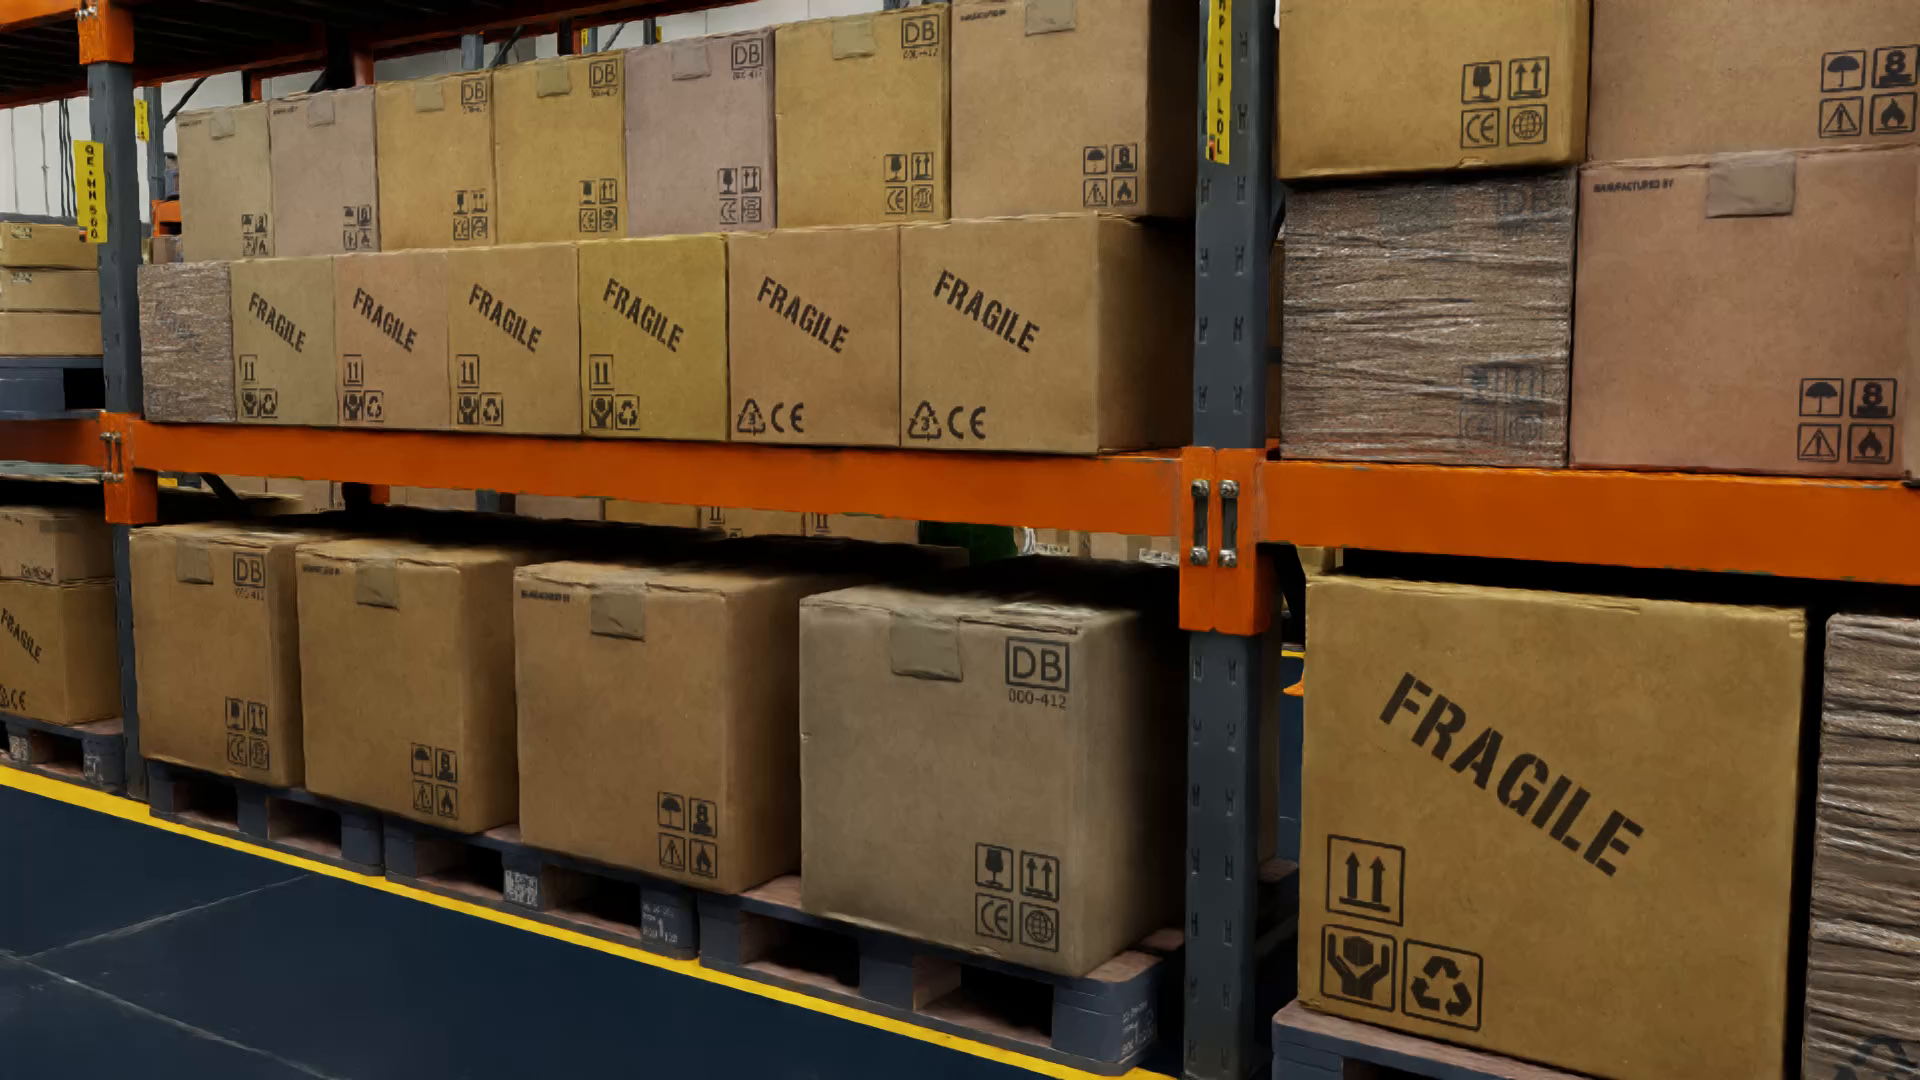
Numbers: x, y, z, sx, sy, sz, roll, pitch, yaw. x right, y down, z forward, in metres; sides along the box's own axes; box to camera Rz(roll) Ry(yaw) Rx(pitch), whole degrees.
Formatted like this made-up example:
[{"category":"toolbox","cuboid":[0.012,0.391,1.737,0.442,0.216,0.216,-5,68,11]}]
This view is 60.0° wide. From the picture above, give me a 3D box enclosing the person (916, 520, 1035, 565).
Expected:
[{"category":"person","cuboid":[0.045,-0.106,6.350,0.671,1.770,0.459,6,8,42]}]
